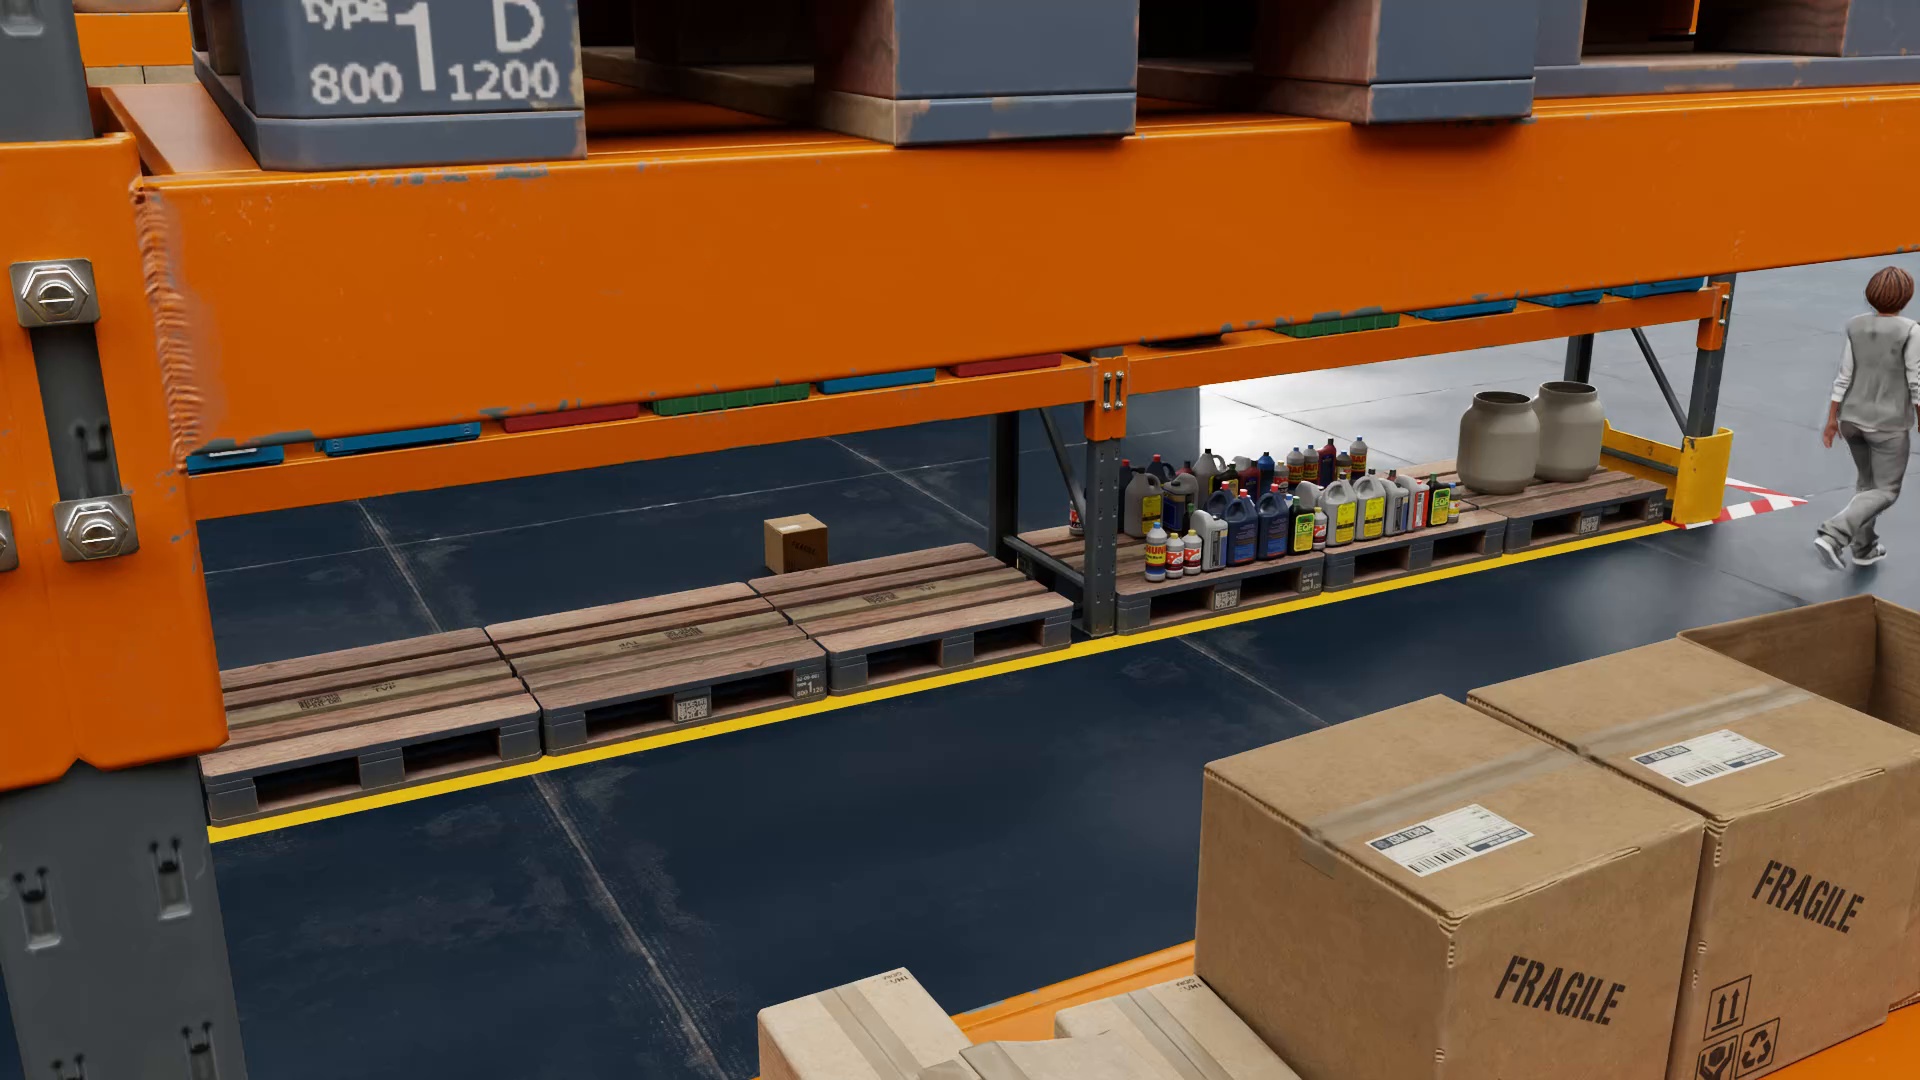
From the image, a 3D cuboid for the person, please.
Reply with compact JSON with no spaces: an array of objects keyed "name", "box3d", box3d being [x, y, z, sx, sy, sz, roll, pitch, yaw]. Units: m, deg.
[{"name":"person","box3d":[4.528,-0.574,8.249,0.813,1.562,0.424,-10,21,-27]}]
